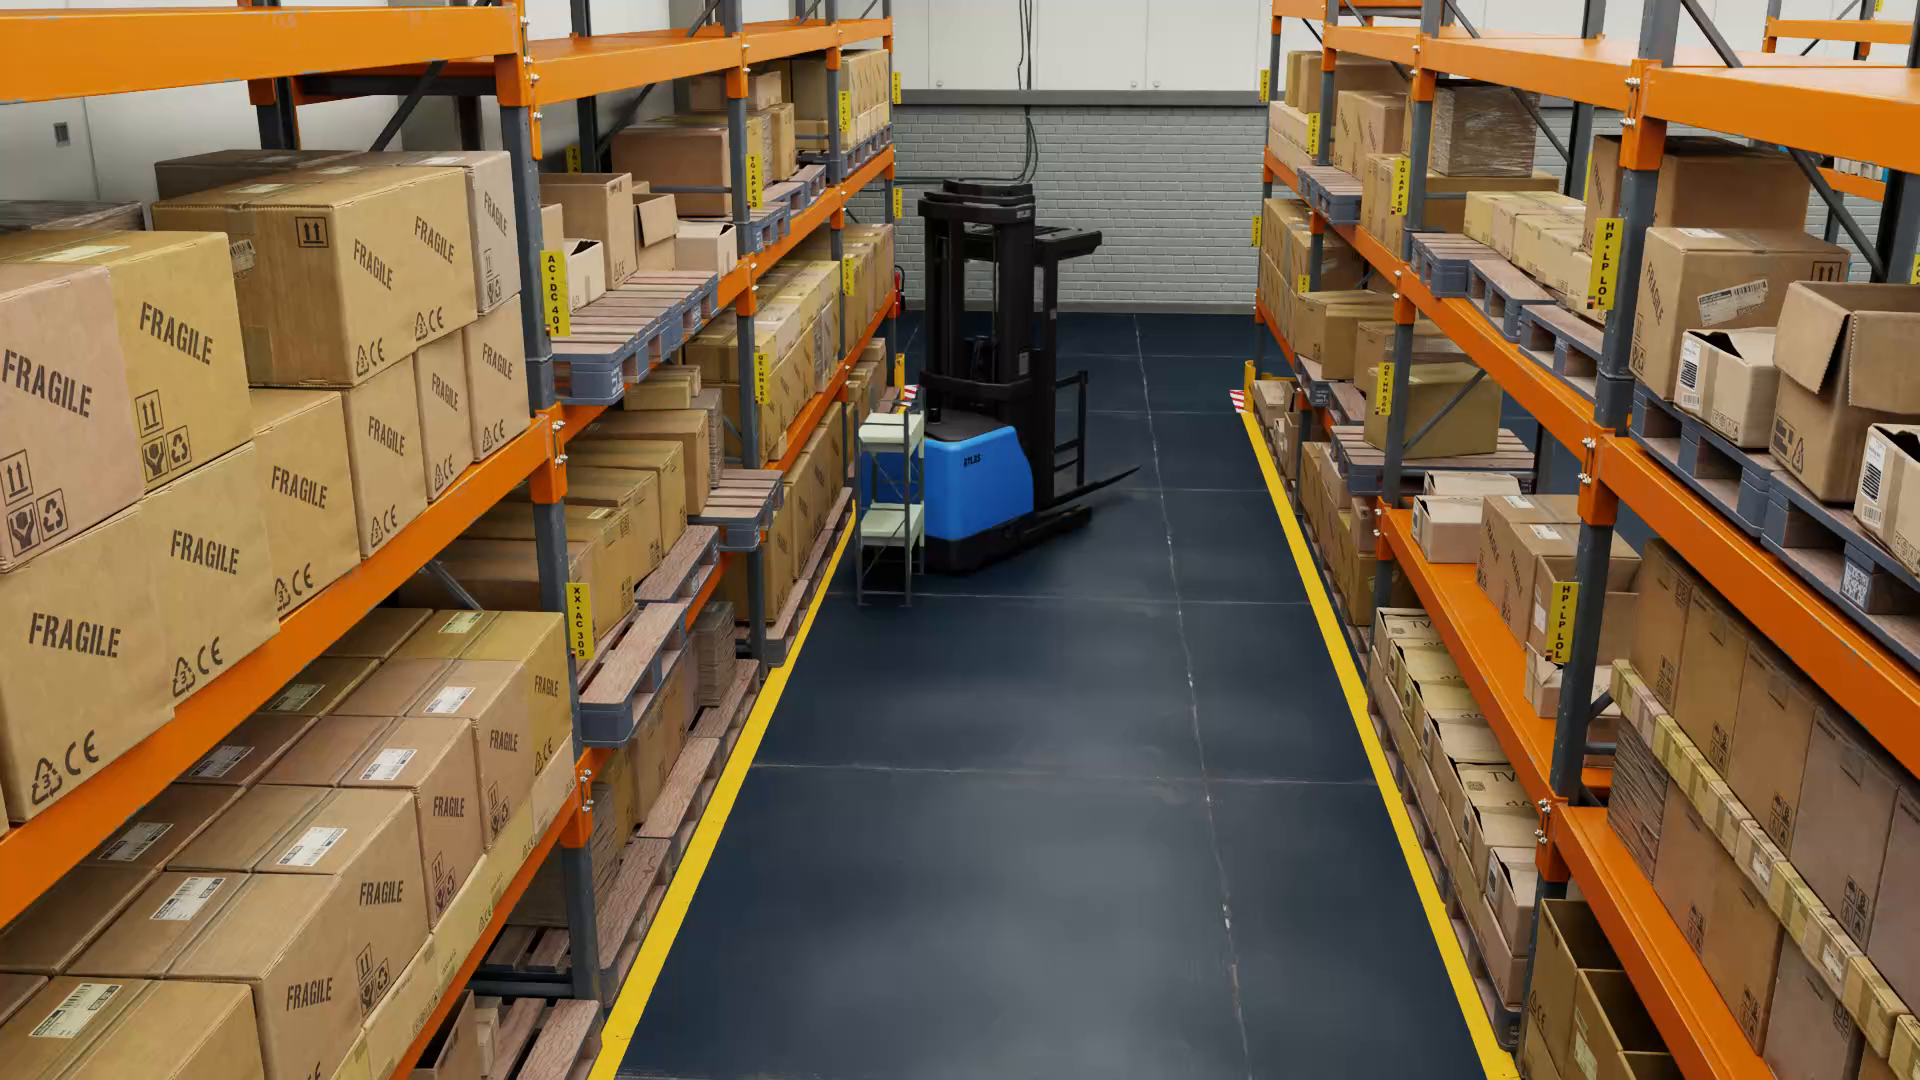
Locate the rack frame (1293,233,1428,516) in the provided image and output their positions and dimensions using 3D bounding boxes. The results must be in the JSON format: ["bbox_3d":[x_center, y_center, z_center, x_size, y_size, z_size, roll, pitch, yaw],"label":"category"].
[{"bbox_3d":[3.436,-1.645,14.127,1.000,3.000,0.127,1,18,4],"label":"rack frame"}]

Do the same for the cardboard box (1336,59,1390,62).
[{"bbox_3d":[3.610,-3.897,14.417,0.700,0.500,0.500,1,18,4],"label":"cardboard box"}]

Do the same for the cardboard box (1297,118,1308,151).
[{"bbox_3d":[3.240,-3.549,14.559,0.500,0.250,0.500,1,18,4],"label":"cardboard box"}]

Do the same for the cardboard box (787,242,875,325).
[{"bbox_3d":[-1.350,-2.518,16.309,0.980,0.700,0.700,0,18,1],"label":"cardboard box"}]

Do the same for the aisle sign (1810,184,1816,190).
[{"bbox_3d":[8.961,-4.027,17.221,0.394,0.787,0.004,1,18,4],"label":"aisle sign"}]

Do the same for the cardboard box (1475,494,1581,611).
[{"bbox_3d":[3.046,0.071,8.729,0.500,0.500,0.500,0,18,1],"label":"cardboard box"}]

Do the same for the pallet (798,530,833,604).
[{"bbox_3d":[-1.570,0.192,12.999,1.003,0.211,1.213,1,18,4],"label":"pallet"}]

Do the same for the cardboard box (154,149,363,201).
[{"bbox_3d":[-2.398,-1.082,5.792,0.500,0.500,0.500,2,18,5],"label":"cardboard box"}]

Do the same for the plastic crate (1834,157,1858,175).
[{"bbox_3d":[8.197,-3.464,15.049,0.437,0.282,0.530,1,18,4],"label":"plastic crate"}]

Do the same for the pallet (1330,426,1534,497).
[{"bbox_3d":[3.128,-0.524,11.013,1.213,0.211,1.003,1,18,4],"label":"pallet"}]

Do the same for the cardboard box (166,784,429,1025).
[{"bbox_3d":[-1.917,1.062,4.870,0.500,0.500,0.500,2,18,6],"label":"cardboard box"}]

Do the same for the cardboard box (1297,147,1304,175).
[{"bbox_3d":[3.252,-3.312,14.636,0.500,0.250,0.500,1,18,4],"label":"cardboard box"}]

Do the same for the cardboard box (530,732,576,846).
[{"bbox_3d":[-1.810,0.946,6.429,0.500,0.250,0.500,1,18,4],"label":"cardboard box"}]

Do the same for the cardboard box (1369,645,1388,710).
[{"bbox_3d":[2.819,0.860,10.222,0.500,0.250,0.500,1,18,4],"label":"cardboard box"}]

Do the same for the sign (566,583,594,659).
[{"bbox_3d":[-1.537,0.328,6.714,0.100,0.325,0.005,1,18,4],"label":"sign"}]

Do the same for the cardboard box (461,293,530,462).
[{"bbox_3d":[-1.868,-0.589,5.895,0.500,0.500,0.500,2,18,5],"label":"cardboard box"}]

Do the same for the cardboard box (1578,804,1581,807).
[{"bbox_3d":[3.218,1.241,8.159,0.500,0.311,0.500,1,18,2],"label":"cardboard box"}]

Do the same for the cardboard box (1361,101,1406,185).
[{"bbox_3d":[3.234,-2.796,11.827,0.600,0.600,0.600,1,18,2],"label":"cardboard box"}]

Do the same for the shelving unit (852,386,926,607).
[{"bbox_3d":[-0.525,-0.334,12.533,0.431,1.500,0.755,2,18,6],"label":"shelving unit"}]

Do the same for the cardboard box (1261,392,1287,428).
[{"bbox_3d":[3.329,-1.317,16.834,0.500,0.250,0.500,1,18,4],"label":"cardboard box"}]

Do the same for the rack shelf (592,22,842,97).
[{"bbox_3d":[-1.648,-3.453,11.805,1.077,0.370,4.000,1,18,4],"label":"rack shelf"}]

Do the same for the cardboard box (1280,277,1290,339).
[{"bbox_3d":[3.286,-2.174,15.579,0.500,0.500,0.500,2,18,5],"label":"cardboard box"}]

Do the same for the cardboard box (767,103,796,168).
[{"bbox_3d":[-1.678,-3.166,13.083,0.700,0.500,0.500,0,18,1],"label":"cardboard box"}]

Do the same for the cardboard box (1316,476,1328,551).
[{"bbox_3d":[3.088,-0.201,13.026,0.500,0.500,0.500,2,18,5],"label":"cardboard box"}]

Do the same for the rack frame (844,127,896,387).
[{"bbox_3d":[-1.218,-2.997,18.252,1.000,3.000,0.127,1,18,4],"label":"rack frame"}]

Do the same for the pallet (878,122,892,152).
[{"bbox_3d":[-1.261,-4.150,17.095,1.003,0.211,1.213,1,18,4],"label":"pallet"}]

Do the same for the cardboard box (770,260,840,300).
[{"bbox_3d":[-1.283,-2.159,13.819,0.500,0.250,0.500,2,18,5],"label":"cardboard box"}]

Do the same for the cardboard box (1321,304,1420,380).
[{"bbox_3d":[3.193,-1.535,12.956,0.700,0.500,0.500,4,19,13],"label":"cardboard box"}]

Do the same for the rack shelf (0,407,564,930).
[{"bbox_3d":[-2.222,0.267,4.628,1.077,0.370,4.000,1,18,4],"label":"rack shelf"}]

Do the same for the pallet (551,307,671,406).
[{"bbox_3d":[-1.928,-0.796,7.018,1.213,0.211,1.003,1,18,4],"label":"pallet"}]

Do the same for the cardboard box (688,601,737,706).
[{"bbox_3d":[-1.791,0.691,10.304,0.700,0.500,0.500,2,18,5],"label":"cardboard box"}]

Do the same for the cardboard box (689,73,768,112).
[{"bbox_3d":[-1.723,-3.351,12.444,0.500,0.250,0.500,1,18,2],"label":"cardboard box"}]

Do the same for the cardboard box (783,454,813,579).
[{"bbox_3d":[-1.539,-0.188,12.457,0.750,0.750,0.750,1,18,4],"label":"cardboard box"}]

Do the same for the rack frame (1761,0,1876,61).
[{"bbox_3d":[8.663,-5.627,16.643,1.000,3.000,0.127,1,18,4],"label":"rack frame"}]

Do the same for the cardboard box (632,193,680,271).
[{"bbox_3d":[-1.977,-1.596,8.961,0.797,0.503,0.637,4,19,12],"label":"cardboard box"}]

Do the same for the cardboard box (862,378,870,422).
[{"bbox_3d":[-1.271,-1.312,16.449,0.700,0.500,0.500,2,18,5],"label":"cardboard box"}]

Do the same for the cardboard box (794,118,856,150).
[{"bbox_3d":[-1.192,-3.565,14.573,0.500,0.250,0.500,1,18,4],"label":"cardboard box"}]

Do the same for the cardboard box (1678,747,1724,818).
[{"bbox_3d":[2.598,0.802,5.455,0.380,0.149,0.250,1,18,3],"label":"cardboard box"}]

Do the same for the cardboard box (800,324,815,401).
[{"bbox_3d":[-1.388,-1.334,12.508,0.500,0.500,0.500,2,18,5],"label":"cardboard box"}]

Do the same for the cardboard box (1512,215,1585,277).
[{"bbox_3d":[3.101,-1.474,8.353,0.500,0.250,0.500,1,18,3],"label":"cardboard box"}]

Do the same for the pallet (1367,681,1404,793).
[{"bbox_3d":[3.052,1.177,9.992,1.003,0.211,1.213,1,18,4],"label":"pallet"}]

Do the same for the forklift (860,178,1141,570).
[{"bbox_3d":[0.475,-1.550,13.947,1.130,2.935,3.031,14,22,35],"label":"forklift"}]

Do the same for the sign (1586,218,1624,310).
[{"bbox_3d":[2.321,-0.990,5.976,0.100,0.325,0.005,1,18,4],"label":"sign"}]

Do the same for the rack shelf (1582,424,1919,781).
[{"bbox_3d":[2.719,0.377,4.294,1.077,0.370,4.000,1,18,4],"label":"rack shelf"}]

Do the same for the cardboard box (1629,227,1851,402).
[{"bbox_3d":[2.564,-0.749,5.515,0.500,0.500,0.500,3,18,8],"label":"cardboard box"}]

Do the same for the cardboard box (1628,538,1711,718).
[{"bbox_3d":[2.837,0.313,5.906,0.700,0.500,0.500,1,18,4],"label":"cardboard box"}]

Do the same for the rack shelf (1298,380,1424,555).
[{"bbox_3d":[3.293,-0.682,12.343,1.077,0.370,4.000,1,18,4],"label":"rack shelf"}]

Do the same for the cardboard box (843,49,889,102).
[{"bbox_3d":[-0.998,-4.721,16.899,0.500,0.500,0.500,1,18,4],"label":"cardboard box"}]

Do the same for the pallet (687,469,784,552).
[{"bbox_3d":[-1.736,-0.198,10.017,1.213,0.211,1.003,1,18,4],"label":"pallet"}]

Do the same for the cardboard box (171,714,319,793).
[{"bbox_3d":[-2.402,0.892,5.388,0.500,0.500,0.500,2,18,5],"label":"cardboard box"}]

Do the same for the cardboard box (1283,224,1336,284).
[{"bbox_3d":[3.285,-2.647,15.416,0.500,0.500,0.500,1,18,4],"label":"cardboard box"}]

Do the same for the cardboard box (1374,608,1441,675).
[{"bbox_3d":[2.819,0.594,10.135,0.500,0.311,0.500,2,18,6],"label":"cardboard box"}]

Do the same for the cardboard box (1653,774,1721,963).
[{"bbox_3d":[2.806,1.094,5.607,0.700,0.500,0.500,1,18,3],"label":"cardboard box"}]

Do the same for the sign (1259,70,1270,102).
[{"bbox_3d":[3.182,-4.740,17.352,0.100,0.325,0.005,1,18,4],"label":"sign"}]

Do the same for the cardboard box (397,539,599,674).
[{"bbox_3d":[-2.008,0.316,7.274,0.700,0.500,0.500,1,18,4],"label":"cardboard box"}]

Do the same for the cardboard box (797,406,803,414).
[{"bbox_3d":[-1.412,-1.058,12.705,0.380,0.149,0.250,2,18,6],"label":"cardboard box"}]
